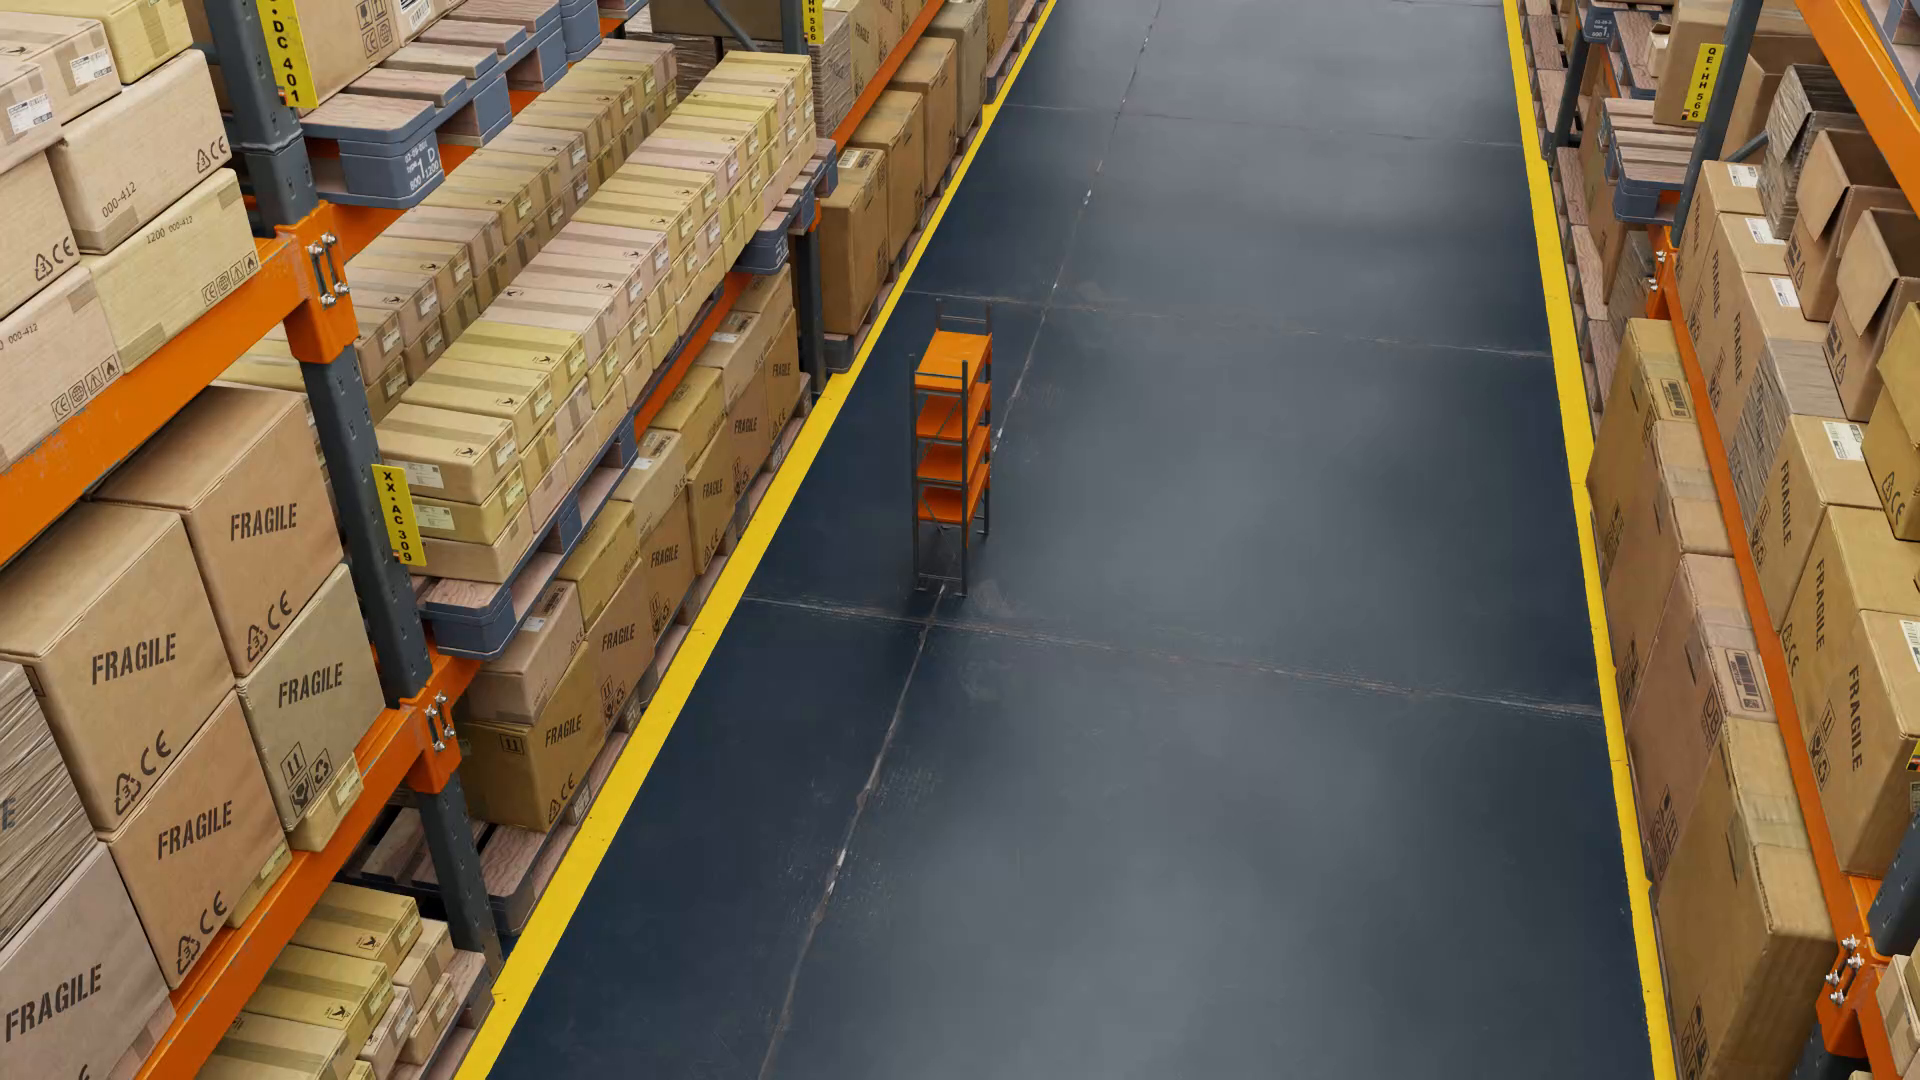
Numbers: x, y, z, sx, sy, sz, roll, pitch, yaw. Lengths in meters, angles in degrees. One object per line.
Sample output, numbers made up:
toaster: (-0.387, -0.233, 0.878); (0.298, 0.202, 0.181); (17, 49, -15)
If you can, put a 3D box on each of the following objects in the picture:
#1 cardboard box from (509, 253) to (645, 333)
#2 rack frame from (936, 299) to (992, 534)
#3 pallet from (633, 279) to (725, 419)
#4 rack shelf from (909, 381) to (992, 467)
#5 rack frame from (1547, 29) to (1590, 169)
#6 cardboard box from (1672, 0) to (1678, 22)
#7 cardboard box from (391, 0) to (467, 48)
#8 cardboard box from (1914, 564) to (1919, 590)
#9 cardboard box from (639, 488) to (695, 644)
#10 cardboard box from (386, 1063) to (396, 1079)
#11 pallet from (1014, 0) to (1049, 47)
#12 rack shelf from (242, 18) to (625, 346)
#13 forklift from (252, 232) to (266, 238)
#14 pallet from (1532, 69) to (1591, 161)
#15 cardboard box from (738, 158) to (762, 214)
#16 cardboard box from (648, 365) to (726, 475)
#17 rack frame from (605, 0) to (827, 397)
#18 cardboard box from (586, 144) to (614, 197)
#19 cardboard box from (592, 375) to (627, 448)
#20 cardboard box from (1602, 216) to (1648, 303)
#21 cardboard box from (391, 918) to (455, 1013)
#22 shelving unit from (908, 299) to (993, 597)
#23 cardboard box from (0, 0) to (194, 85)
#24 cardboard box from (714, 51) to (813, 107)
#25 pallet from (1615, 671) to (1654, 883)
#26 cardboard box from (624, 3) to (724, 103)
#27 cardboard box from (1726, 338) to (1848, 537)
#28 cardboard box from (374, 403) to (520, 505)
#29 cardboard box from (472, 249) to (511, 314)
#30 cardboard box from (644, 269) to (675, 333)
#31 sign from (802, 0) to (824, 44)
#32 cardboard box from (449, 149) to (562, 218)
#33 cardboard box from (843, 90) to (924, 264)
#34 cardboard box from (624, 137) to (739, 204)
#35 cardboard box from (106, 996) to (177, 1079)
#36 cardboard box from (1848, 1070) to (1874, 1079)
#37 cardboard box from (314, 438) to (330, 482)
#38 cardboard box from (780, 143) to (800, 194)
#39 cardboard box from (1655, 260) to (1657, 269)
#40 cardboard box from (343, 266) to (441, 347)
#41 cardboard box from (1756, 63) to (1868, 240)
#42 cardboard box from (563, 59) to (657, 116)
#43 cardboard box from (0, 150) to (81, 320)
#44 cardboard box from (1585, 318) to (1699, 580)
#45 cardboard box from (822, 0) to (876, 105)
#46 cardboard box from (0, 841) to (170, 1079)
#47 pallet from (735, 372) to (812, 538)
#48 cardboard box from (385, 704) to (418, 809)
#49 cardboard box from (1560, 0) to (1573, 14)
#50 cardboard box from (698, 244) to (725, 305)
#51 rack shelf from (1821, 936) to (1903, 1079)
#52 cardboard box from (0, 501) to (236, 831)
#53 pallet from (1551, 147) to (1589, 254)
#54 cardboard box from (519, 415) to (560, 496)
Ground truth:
cardboard box: (-1.313, -0.853, 5.720); (0.380, 0.149, 0.250); (7, 37, 10)
rack frame: (0.017, -0.531, 7.460); (0.240, 1.200, 0.015); (7, 37, 10)
pallet: (-1.596, -0.854, 6.536); (1.003, 0.211, 1.213); (7, 37, 10)
rack shelf: (-0.035, -0.518, 7.175); (0.258, 0.148, 0.480); (7, 37, 10)
rack frame: (4.465, -3.685, 10.278); (1.000, 3.000, 0.127); (7, 37, 10)
cardboard box: (4.185, -2.892, 8.738); (0.797, 0.503, 0.637); (11, 37, 15)
cardboard box: (-1.674, -1.605, 4.571); (0.500, 0.311, 0.500); (7, 36, 9)
cardboard box: (2.885, 0.087, 4.133); (0.797, 0.503, 0.637); (6, 36, 9)
cardboard box: (-1.441, 0.068, 6.873); (0.500, 0.500, 0.500); (8, 37, 11)
cardboard box: (-1.956, 1.612, 5.041); (0.380, 0.149, 0.250); (8, 37, 11)
pallet: (0.138, -4.363, 13.591); (1.003, 0.211, 1.213); (7, 37, 10)
rack shelf: (-1.640, -1.848, 5.801); (1.077, 0.370, 4.000); (7, 37, 10)
forklift: (-3.150, -1.708, 7.609); (1.130, 2.935, 3.031); (7, 36, 9)
pallet: (4.574, -2.945, 11.634); (1.003, 0.211, 1.213); (7, 37, 10)
cardboard box: (-1.037, -1.472, 6.828); (0.380, 0.149, 0.250); (7, 37, 10)
cardboard box: (-1.324, -0.528, 7.055); (0.500, 0.250, 0.500); (8, 37, 11)
rack frame: (-1.213, -2.072, 8.052); (1.000, 3.000, 0.127); (7, 37, 10)
cardboard box: (-1.676, -1.555, 6.942); (0.380, 0.149, 0.250); (7, 37, 10)
cardboard box: (-1.369, -0.461, 5.686); (0.380, 0.149, 0.250); (8, 37, 10)
cardboard box: (3.955, -1.590, 9.143); (0.700, 0.500, 0.500); (10, 37, 14)
cardboard box: (-1.824, 1.306, 5.210); (0.380, 0.149, 0.250); (8, 37, 11)
shelving unit: (-0.035, -0.391, 7.267); (0.258, 1.200, 0.503); (7, 37, 10)
cardboard box: (-1.867, -1.082, 3.493); (0.380, 0.149, 0.250); (6, 36, 8)
cardboard box: (-0.870, -2.042, 7.361); (0.380, 0.149, 0.250); (6, 36, 8)
pallet: (3.106, 0.877, 6.360); (1.003, 0.211, 1.213); (7, 37, 10)
cardboard box: (-1.379, -2.404, 8.426); (0.500, 0.500, 0.500); (7, 37, 10)
cardboard box: (2.918, -0.311, 5.538); (0.500, 0.500, 0.500); (7, 37, 10)
cardboard box: (-1.534, -0.256, 4.896); (0.380, 0.149, 0.250); (9, 37, 12)
cardboard box: (-1.897, -0.976, 6.144); (0.380, 0.149, 0.250); (7, 37, 10)
cardboard box: (-1.259, -0.888, 6.022); (0.380, 0.149, 0.250); (7, 36, 9)
sign: (-0.681, -2.446, 7.649); (0.100, 0.325, 0.005); (7, 37, 10)
cardboard box: (-1.780, -1.386, 6.456); (0.380, 0.149, 0.250); (8, 37, 11)
cardboard box: (-0.812, -2.170, 9.747); (1.050, 0.750, 0.750); (8, 37, 11)
cardboard box: (-1.092, -1.457, 6.554); (0.380, 0.149, 0.250); (7, 37, 10)
cardboard box: (-2.072, 1.128, 3.852); (0.380, 0.149, 0.250); (6, 36, 8)
cardboard box: (2.537, 1.960, 3.942); (0.875, 0.875, 0.875); (7, 37, 10)
cardboard box: (-2.175, -0.220, 5.100); (0.380, 0.149, 0.250); (8, 37, 11)
cardboard box: (-0.924, -1.657, 7.337); (0.380, 0.149, 0.250); (7, 37, 10)
cardboard box: (3.828, -1.555, 8.455); (0.500, 0.250, 0.500); (11, 37, 15)
cardboard box: (-2.003, -0.795, 5.640); (0.380, 0.149, 0.250); (7, 37, 10)
cardboard box: (3.439, -1.421, 6.215); (0.797, 0.503, 0.637); (9, 37, 12)
cardboard box: (-1.556, -1.986, 7.283); (0.380, 0.149, 0.250); (6, 36, 9)
cardboard box: (-2.040, -0.541, 3.086); (0.500, 0.250, 0.500); (6, 36, 8)
cardboard box: (3.443, -0.309, 7.072); (1.225, 0.875, 0.875); (6, 36, 8)
cardboard box: (-0.748, -2.627, 8.734); (0.500, 0.500, 0.500); (7, 37, 10)
cardboard box: (-2.114, 0.956, 3.536); (0.500, 0.500, 0.500); (7, 37, 10)
pallet: (-1.382, -0.495, 8.253); (1.003, 0.211, 1.213); (7, 37, 10)
cardboard box: (-2.156, 0.608, 6.127); (0.500, 0.500, 0.500); (7, 36, 9)
cardboard box: (5.076, -4.433, 13.083); (0.500, 0.500, 0.500); (17, 39, 22)
cardboard box: (-1.149, -1.065, 6.519); (0.380, 0.149, 0.250); (8, 37, 11)
rack shelf: (2.329, 2.339, 2.579); (1.077, 0.370, 4.000); (7, 37, 10)
cardboard box: (-2.009, 0.256, 3.650); (0.500, 0.500, 0.500); (6, 36, 8)
pallet: (4.300, -2.109, 10.481); (1.003, 0.211, 1.213); (7, 37, 10)
cardboard box: (-1.481, -0.284, 5.189); (0.380, 0.149, 0.250); (7, 36, 9)
